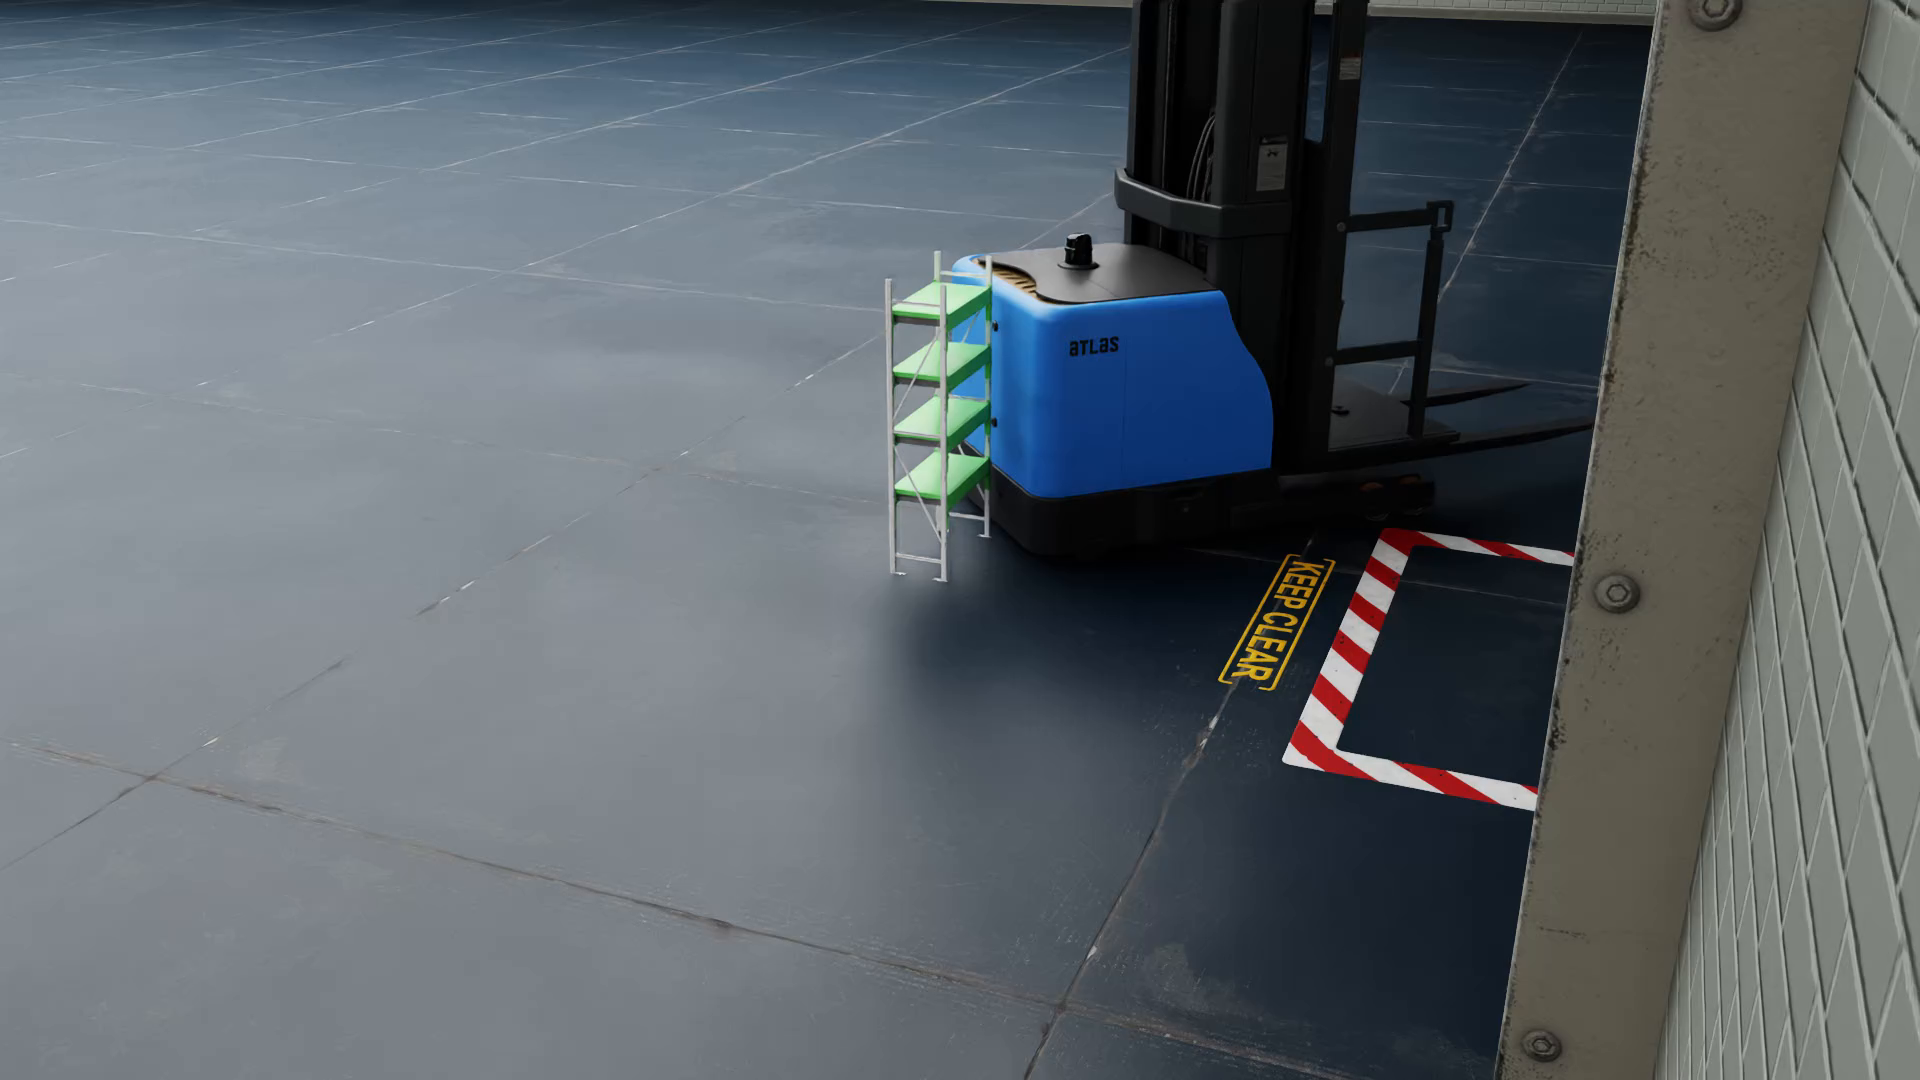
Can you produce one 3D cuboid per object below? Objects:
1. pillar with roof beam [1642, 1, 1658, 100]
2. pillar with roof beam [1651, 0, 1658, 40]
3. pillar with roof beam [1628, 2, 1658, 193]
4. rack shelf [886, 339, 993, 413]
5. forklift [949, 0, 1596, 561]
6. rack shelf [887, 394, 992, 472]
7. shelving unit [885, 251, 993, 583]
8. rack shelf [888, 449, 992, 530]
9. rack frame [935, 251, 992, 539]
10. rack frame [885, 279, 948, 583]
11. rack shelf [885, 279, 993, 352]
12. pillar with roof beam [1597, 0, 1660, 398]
[{"bbox_3d":[4.044,-9.864,18.926,9.100,9.000,0.400,9,24,20],"label":"pillar with roof beam"},{"bbox_3d":[6.273,-12.012,24.066,9.100,9.000,0.400,9,24,20],"label":"pillar with roof beam"},{"bbox_3d":[1.816,-7.717,13.786,9.100,9.000,0.400,9,24,20],"label":"pillar with roof beam"},{"bbox_3d":[-0.076,-0.654,6.537,0.258,0.148,0.480,9,24,20],"label":"rack shelf"},{"bbox_3d":[1.523,-1.611,7.041,3.031,2.935,1.130,-9,24,-20],"label":"forklift"},{"bbox_3d":[-0.076,-0.432,6.629,0.258,0.148,0.480,9,24,20],"label":"rack shelf"},{"bbox_3d":[-0.076,-0.491,6.605,0.258,1.200,0.503,9,24,20],"label":"shelving unit"},{"bbox_3d":[-0.076,-0.211,6.722,0.258,0.148,0.480,9,24,20],"label":"rack shelf"},{"bbox_3d":[0.013,-0.579,6.815,0.240,1.200,0.015,9,24,20],"label":"rack frame"},{"bbox_3d":[-0.164,-0.404,6.395,0.240,1.200,0.015,9,24,20],"label":"rack frame"},{"bbox_3d":[-0.076,-0.875,6.444,0.258,0.148,0.480,9,24,20],"label":"rack shelf"},{"bbox_3d":[-0.413,-5.570,8.645,9.100,9.000,0.400,9,24,20],"label":"pillar with roof beam"}]
